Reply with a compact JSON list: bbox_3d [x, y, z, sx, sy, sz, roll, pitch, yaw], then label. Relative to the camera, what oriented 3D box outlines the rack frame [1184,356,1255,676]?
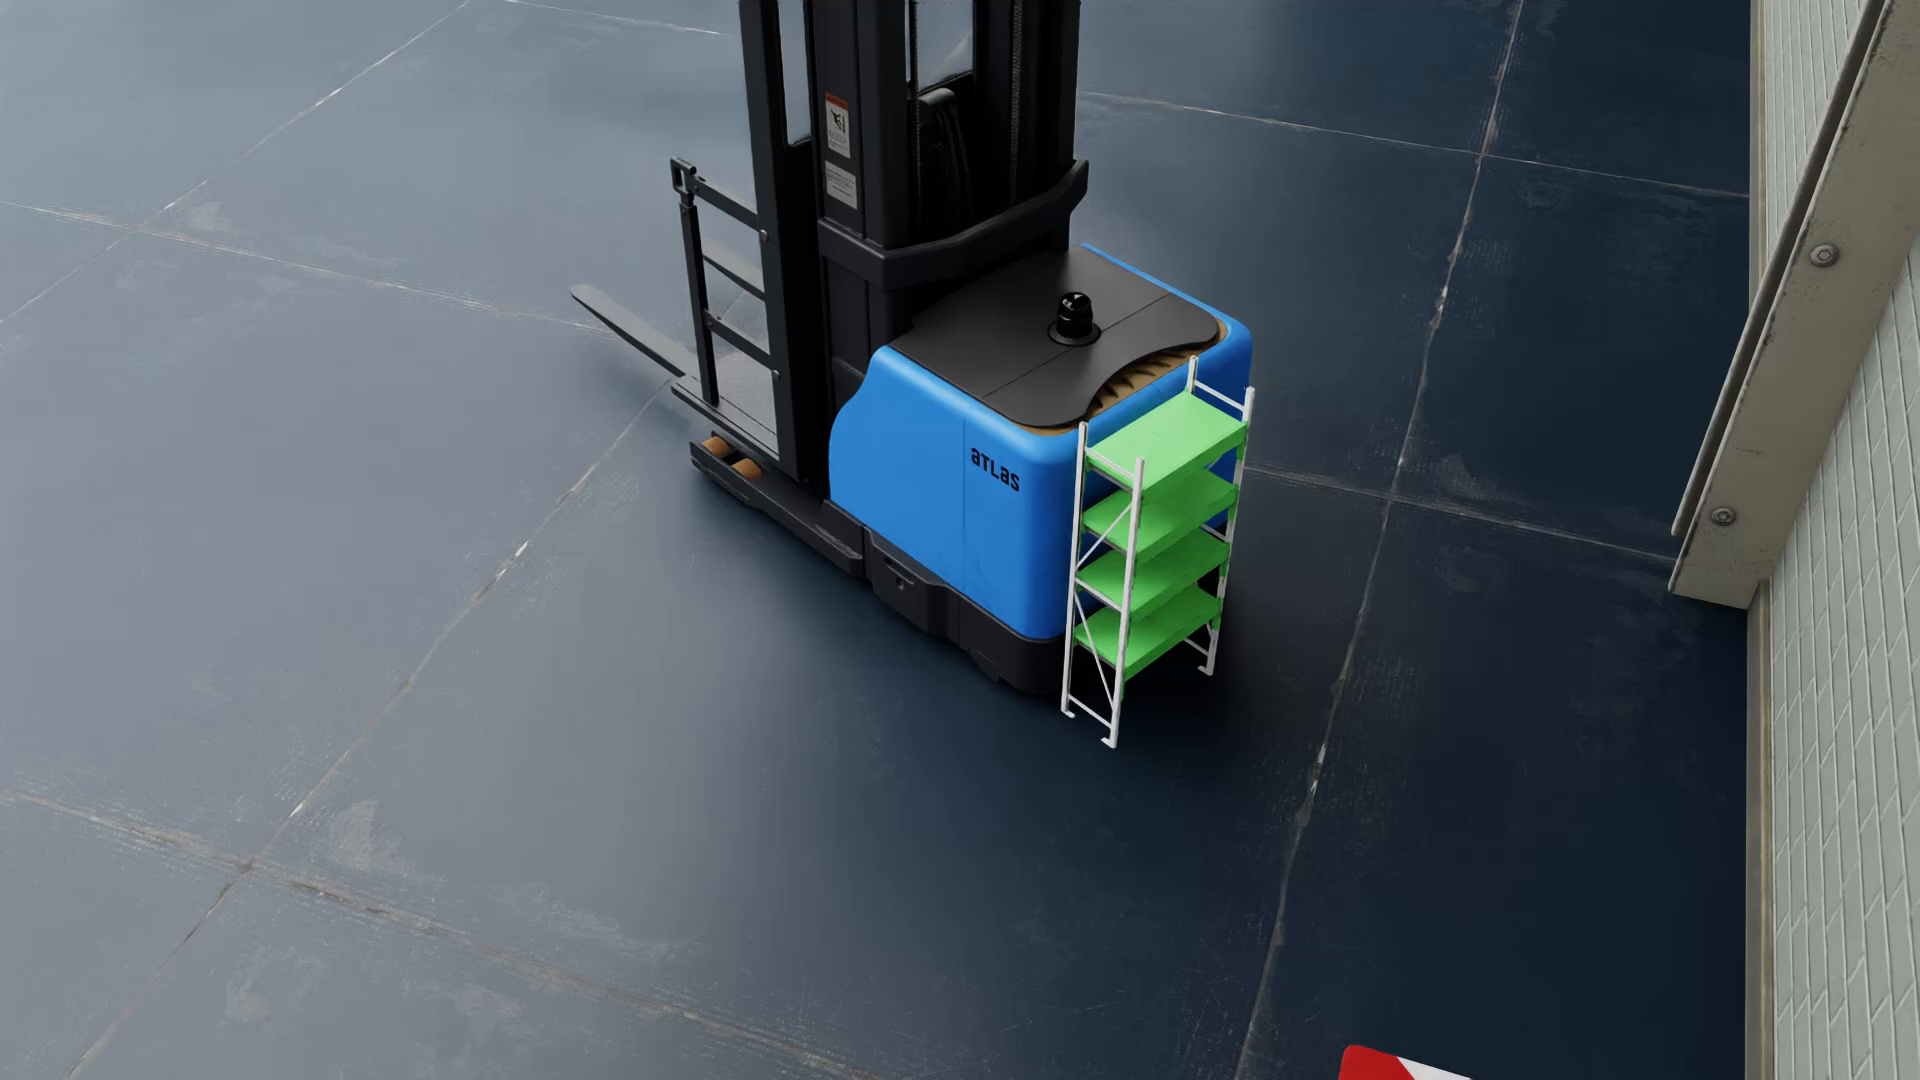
[{"bbox_3d":[0.783,-0.047,5.379,0.015,1.200,0.240,-32,50,-32],"label":"rack frame"}]

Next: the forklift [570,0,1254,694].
[{"bbox_3d":[-0.403,-1.464,5.708,1.130,2.935,3.031,-32,50,-32],"label":"forklift"}]

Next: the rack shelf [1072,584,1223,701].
[{"bbox_3d":[0.605,0.292,5.450,0.480,0.148,0.258,-32,50,-32],"label":"rack shelf"}]

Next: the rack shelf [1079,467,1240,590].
[{"bbox_3d":[0.607,-0.071,5.136,0.480,0.148,0.258,-32,50,-32],"label":"rack shelf"}]

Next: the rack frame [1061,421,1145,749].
[{"bbox_3d":[0.429,0.171,5.123,0.015,1.200,0.240,-32,50,-32],"label":"rack frame"}]

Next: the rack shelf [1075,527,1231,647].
[{"bbox_3d":[0.606,0.110,5.293,0.480,0.148,0.258,-32,50,-32],"label":"rack shelf"}]

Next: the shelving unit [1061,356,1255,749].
[{"bbox_3d":[0.606,0.062,5.251,0.503,1.200,0.258,-32,50,-32],"label":"shelving unit"}]

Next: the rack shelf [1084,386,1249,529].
[{"bbox_3d":[0.608,-0.253,4.979,0.480,0.148,0.258,-32,50,-32],"label":"rack shelf"}]

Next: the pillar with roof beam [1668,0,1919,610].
[{"bbox_3d":[-1.266,-4.276,4.329,9.100,9.000,0.400,13,42,15],"label":"pillar with roof beam"}]
